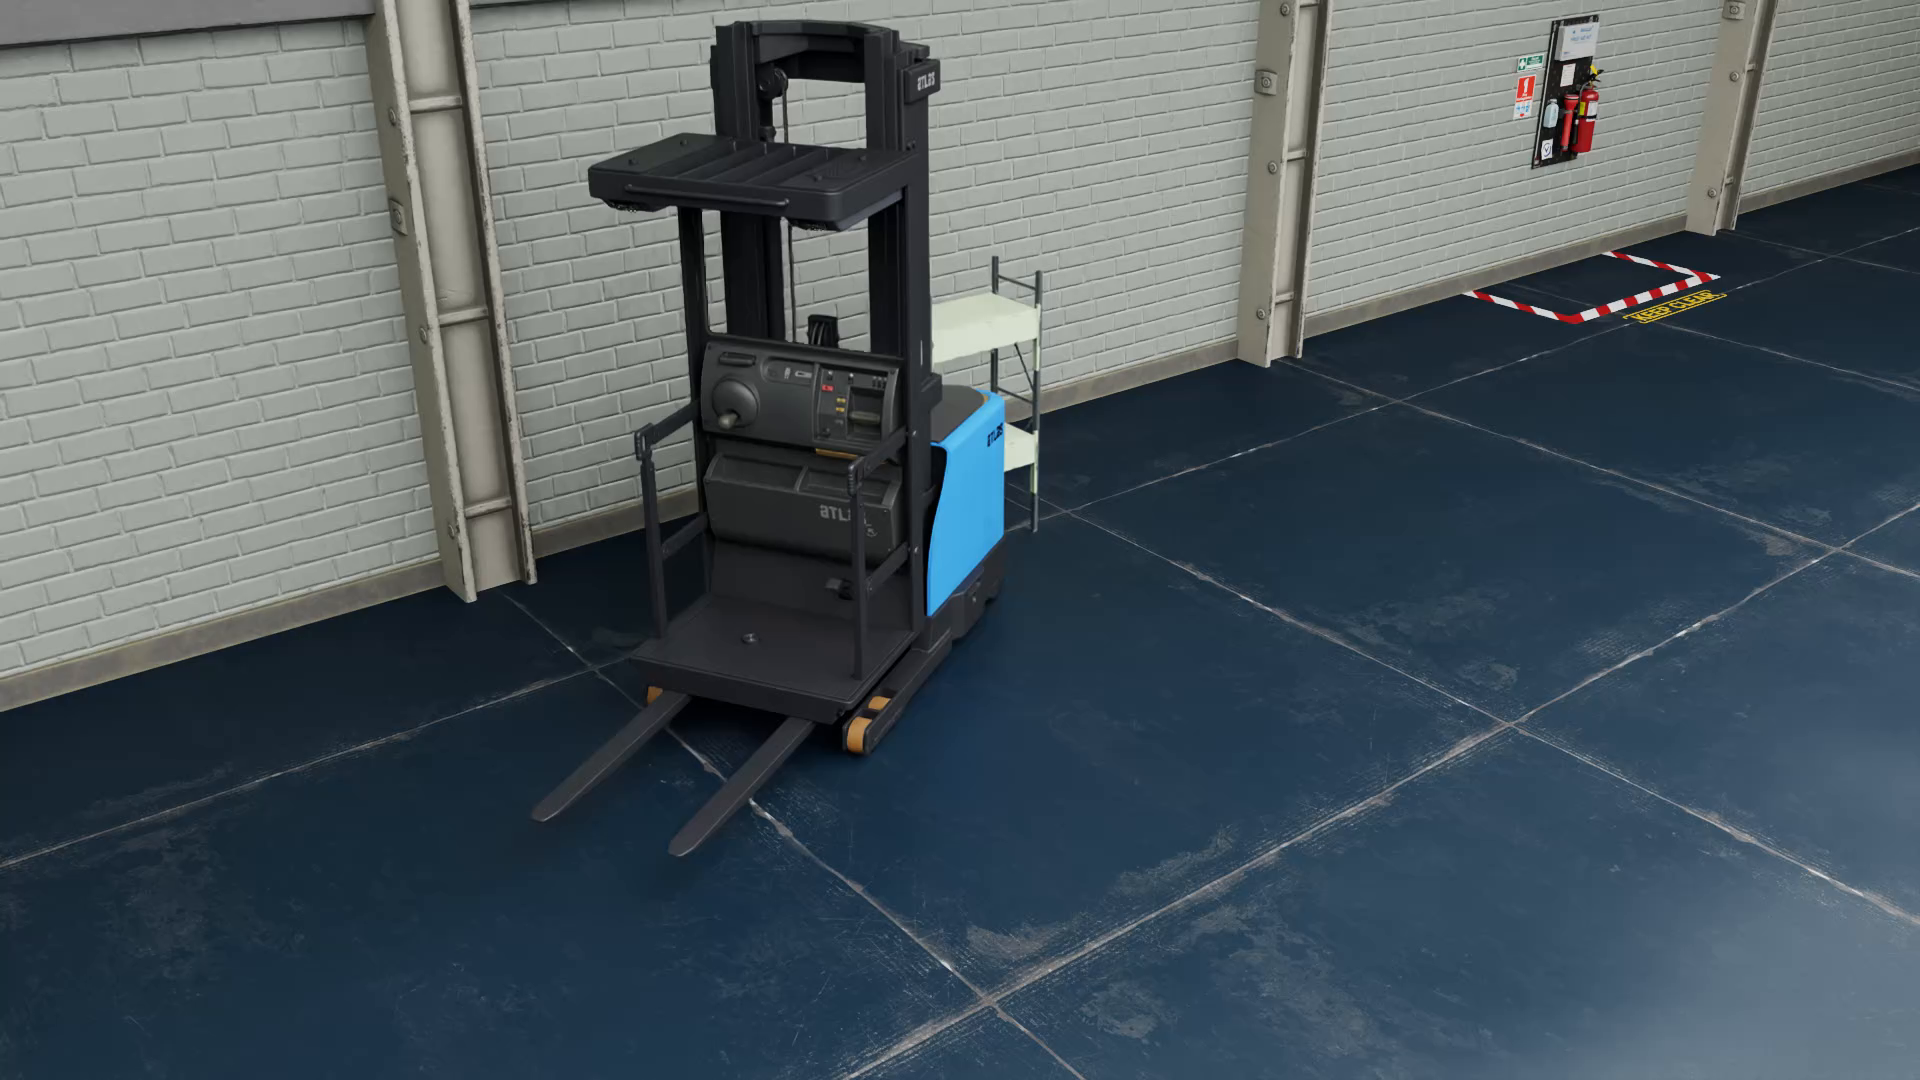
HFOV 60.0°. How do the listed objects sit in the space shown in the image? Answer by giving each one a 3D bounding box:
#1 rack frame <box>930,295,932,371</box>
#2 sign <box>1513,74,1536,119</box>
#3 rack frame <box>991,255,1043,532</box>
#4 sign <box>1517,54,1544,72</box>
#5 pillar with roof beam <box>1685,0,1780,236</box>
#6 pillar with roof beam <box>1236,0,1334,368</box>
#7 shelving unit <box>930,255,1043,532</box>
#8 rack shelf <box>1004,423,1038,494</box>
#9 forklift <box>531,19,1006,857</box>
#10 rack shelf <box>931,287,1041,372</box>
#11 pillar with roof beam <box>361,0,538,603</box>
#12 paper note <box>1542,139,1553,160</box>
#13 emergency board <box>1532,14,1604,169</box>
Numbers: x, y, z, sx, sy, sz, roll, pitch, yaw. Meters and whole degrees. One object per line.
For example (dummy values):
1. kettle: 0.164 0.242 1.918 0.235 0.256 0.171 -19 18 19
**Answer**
1. rack frame: -0.273 -0.604 8.771 0.023 1.500 0.400 -18 30 -34
2. sign: 4.501 -3.533 13.257 0.234 0.329 0.001 -18 31 -34
3. rack frame: 0.303 -0.794 9.179 0.023 1.500 0.400 -18 30 -34
4. sign: 4.510 -3.772 13.142 0.331 0.109 0.001 -18 31 -34
5. pillar with roof beam: 9.624 -5.551 10.520 0.400 9.000 9.100 -18 31 -34
6. pillar with roof beam: 4.903 -3.992 7.162 0.400 9.000 9.100 -18 31 -34
7. shelving unit: 0.015 -0.699 8.975 0.755 1.500 0.431 -18 30 -34
8. rack shelf: 0.015 -0.403 9.112 0.720 0.370 0.431 -18 30 -34
9. forklift: -0.781 -0.594 7.048 1.130 2.935 3.031 10 27 20
10. rack shelf: 0.015 -1.053 8.811 0.720 0.370 0.431 -18 30 -34
11. pillar with roof beam: 0.181 -2.433 3.804 0.400 9.000 9.100 -18 31 -34
12. paper note: 4.818 -3.204 13.636 0.142 0.148 0.016 -18 31 -34
13. emergency board: 5.000 -3.626 13.500 0.643 1.169 0.194 -18 31 -34
